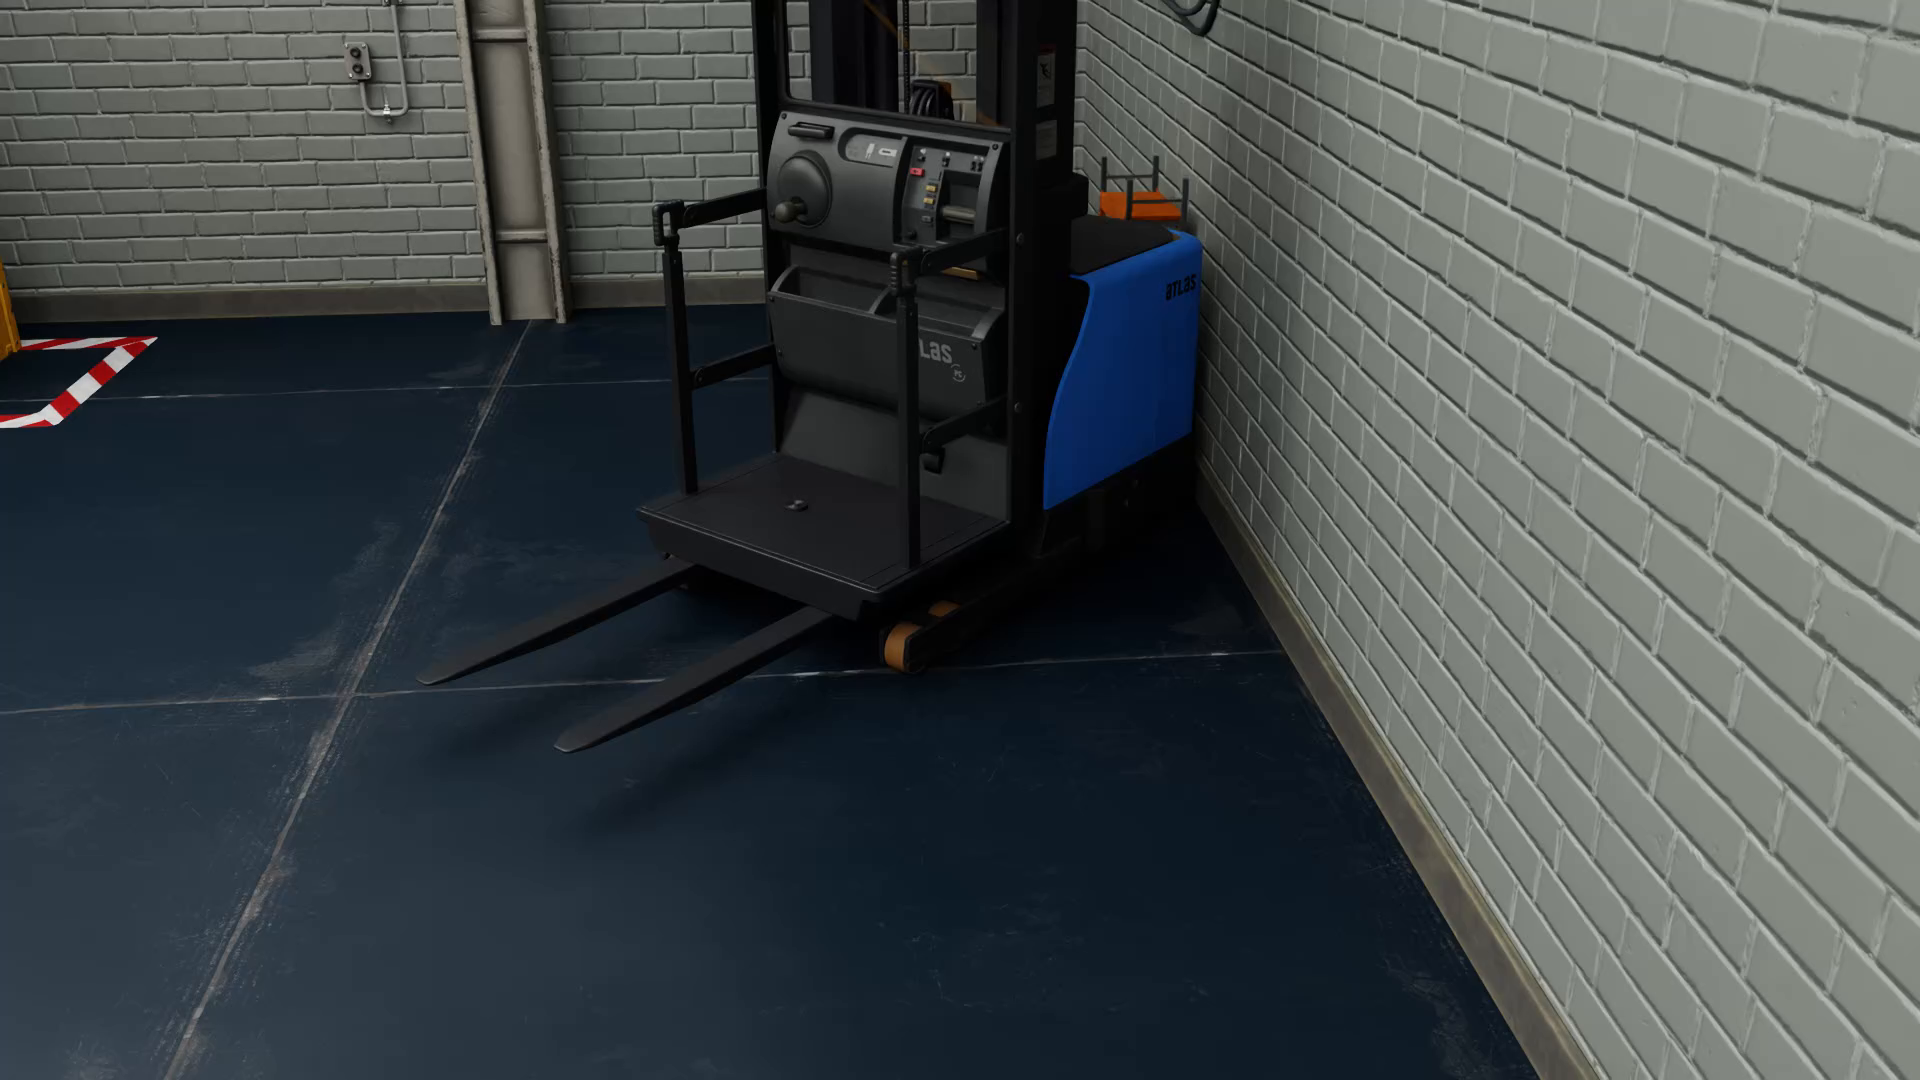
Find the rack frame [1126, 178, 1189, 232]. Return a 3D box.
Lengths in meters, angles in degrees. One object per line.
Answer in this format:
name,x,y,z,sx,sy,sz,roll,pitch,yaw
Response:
rack frame,0.764,-0.837,6.642,0.240,1.200,0.015,-3,23,-7

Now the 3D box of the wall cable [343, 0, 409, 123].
wall cable,-3.725,-3.021,8.102,1.851,1.984,0.084,-2,24,-5

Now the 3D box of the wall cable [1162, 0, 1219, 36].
wall cable,0.758,-3.527,6.929,0.112,2.526,3.097,-2,24,-5

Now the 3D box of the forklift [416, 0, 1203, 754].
forklift,-0.383,-1.138,5.203,1.130,2.935,3.031,17,29,34

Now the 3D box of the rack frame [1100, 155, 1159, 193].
rack frame,0.703,-1.029,7.087,0.240,1.200,0.015,-3,23,-7

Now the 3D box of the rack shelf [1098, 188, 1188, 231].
rack shelf,0.733,-1.294,6.709,0.258,0.148,0.480,-3,23,-7

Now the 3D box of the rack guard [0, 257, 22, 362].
rack guard,-4.882,-0.982,7.843,0.348,0.500,1.175,-2,24,-5

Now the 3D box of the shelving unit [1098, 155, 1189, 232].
shelving unit,0.733,-0.933,6.865,0.258,1.200,0.503,-3,23,-7

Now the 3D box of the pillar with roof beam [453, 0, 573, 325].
pillar with roof beam,-1.881,-3.582,3.229,0.400,9.000,9.100,-2,24,-5
